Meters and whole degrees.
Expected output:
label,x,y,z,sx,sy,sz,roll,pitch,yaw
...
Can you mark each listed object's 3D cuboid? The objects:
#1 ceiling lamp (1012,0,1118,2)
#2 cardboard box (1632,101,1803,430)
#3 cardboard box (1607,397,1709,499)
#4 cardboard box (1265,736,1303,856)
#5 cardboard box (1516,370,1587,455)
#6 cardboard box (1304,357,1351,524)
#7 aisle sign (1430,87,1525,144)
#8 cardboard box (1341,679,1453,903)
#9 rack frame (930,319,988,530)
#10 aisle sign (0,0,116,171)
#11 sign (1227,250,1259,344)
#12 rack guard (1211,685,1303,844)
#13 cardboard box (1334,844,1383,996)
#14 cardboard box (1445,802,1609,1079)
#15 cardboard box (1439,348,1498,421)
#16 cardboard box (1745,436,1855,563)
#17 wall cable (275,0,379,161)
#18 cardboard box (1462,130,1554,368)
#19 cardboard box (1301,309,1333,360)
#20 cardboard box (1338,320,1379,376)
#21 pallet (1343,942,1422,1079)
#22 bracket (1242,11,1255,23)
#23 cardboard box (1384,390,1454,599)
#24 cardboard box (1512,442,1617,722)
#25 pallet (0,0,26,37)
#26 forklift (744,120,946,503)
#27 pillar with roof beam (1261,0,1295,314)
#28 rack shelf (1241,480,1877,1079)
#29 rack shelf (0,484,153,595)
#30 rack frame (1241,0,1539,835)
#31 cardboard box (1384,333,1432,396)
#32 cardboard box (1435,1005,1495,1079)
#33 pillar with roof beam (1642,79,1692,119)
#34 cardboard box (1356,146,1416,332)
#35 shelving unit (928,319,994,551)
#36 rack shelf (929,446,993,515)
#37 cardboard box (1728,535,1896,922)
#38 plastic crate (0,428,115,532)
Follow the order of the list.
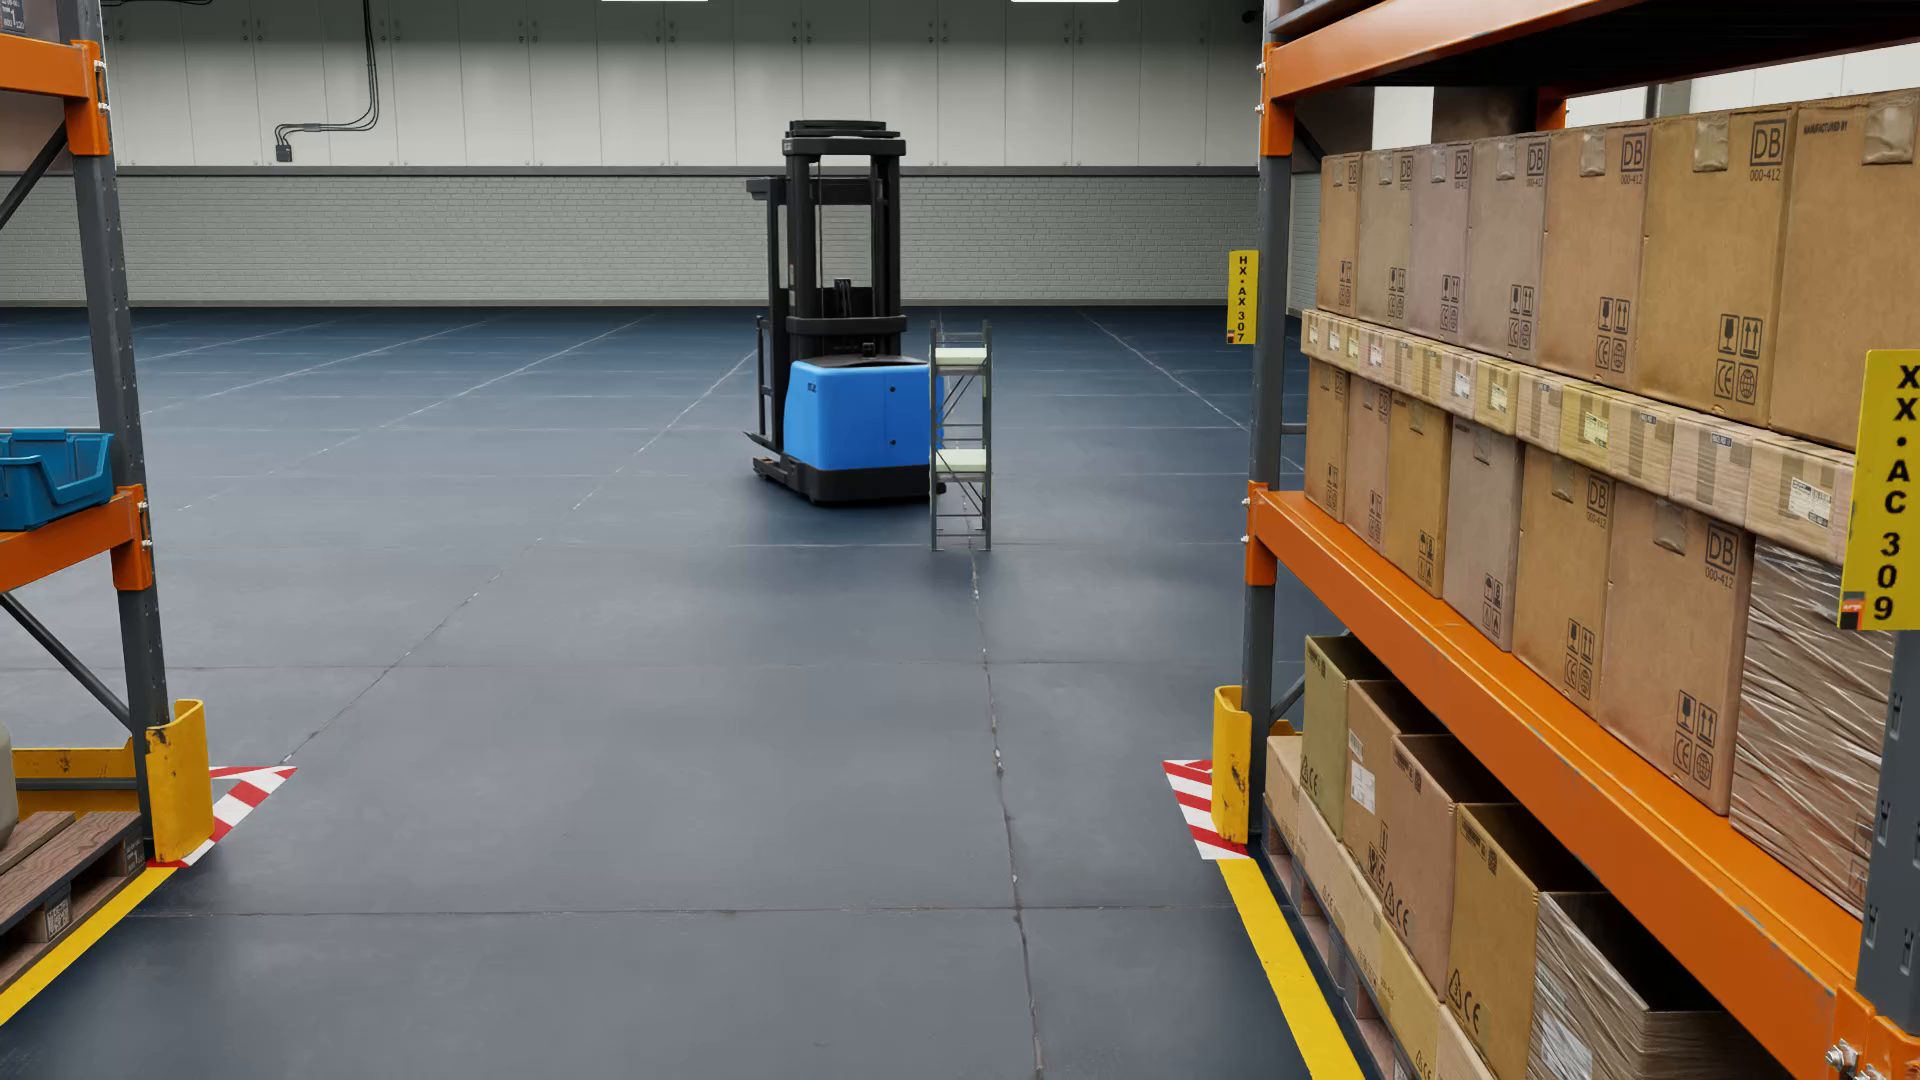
label,x,y,z,sx,sy,sz,roll,pitch,yaw
ceiling lamp,1.879,-11.251,29.703,2.000,3.185,0.800,0,11,-1
cardboard box,1.602,-0.468,2.808,0.700,0.500,0.500,0,11,-1
cardboard box,1.392,-0.168,2.961,0.380,0.149,0.250,0,11,-1
cardboard box,1.336,0.859,5.638,0.500,0.250,0.500,0,11,-1
cardboard box,1.385,-0.267,3.449,0.380,0.149,0.250,0,11,0
cardboard box,1.544,-0.346,5.468,0.700,0.500,0.500,0,11,-1
aisle sign,1.839,-1.678,5.748,0.394,0.787,0.004,0,11,-1
cardboard box,1.371,0.691,4.584,0.500,0.500,0.500,0,11,-1
rack frame,-0.008,-0.809,11.775,0.400,1.500,0.023,0,11,-1
aisle sign,-3.110,-1.660,5.657,0.394,0.787,0.004,0,11,-1
sign,0.992,-0.852,5.837,0.100,0.325,0.005,0,11,-1
rack guard,1.546,0.830,6.208,1.175,0.500,0.348,0,11,-1
cardboard box,1.359,1.058,4.658,0.500,0.250,0.500,0,11,-1
cardboard box,1.389,0.889,3.604,0.500,0.500,0.500,0,11,-1
cardboard box,1.371,-0.372,3.967,0.380,0.149,0.250,0,11,-1
cardboard box,1.407,-0.064,2.447,0.380,0.149,0.250,0,11,-2
wall cable,-13.981,-11.343,36.284,2.305,6.003,0.169,0,11,-1
cardboard box,1.583,-0.667,3.788,0.700,0.500,0.500,0,11,-1
cardboard box,1.340,-0.678,5.473,0.380,0.149,0.250,0,11,-2
cardboard box,1.352,-0.576,4.970,0.380,0.149,0.250,0,11,-1
pallet,1.627,1.371,4.272,1.003,0.211,1.213,0,11,-1
bracket,6.346,-11.495,36.534,0.235,0.232,0.430,0,11,-1
cardboard box,1.564,-0.143,4.467,0.700,0.500,0.500,0,11,-1
cardboard box,1.590,0.064,3.450,0.700,0.500,0.500,0,11,0
pallet,-3.486,-1.583,4.747,1.003,0.211,1.213,0,11,-1
forklift,-1.125,-1.969,13.893,1.130,2.935,3.031,-5,12,-21
pillar with roof beam,2.455,-9.161,34.083,9.100,9.000,0.548,0,11,-1
rack shelf,1.588,0.360,4.048,1.077,0.370,4.000,0,11,-1
rack shelf,-3.364,0.380,3.951,1.077,0.370,4.000,0,11,-1
rack frame,1.547,-0.390,5.936,1.000,3.000,0.127,0,11,-1
cardboard box,1.363,-0.473,4.461,0.380,0.149,0.250,-1,11,-3
cardboard box,1.376,1.257,3.678,0.500,0.250,0.500,0,11,-1
pillar with roof beam,2.827,-5.583,16.446,9.100,9.000,0.400,0,11,-1
cardboard box,1.561,-0.867,4.772,0.700,0.500,0.500,-1,11,-3
shelving unit,0.000,-0.736,11.417,0.431,1.500,0.755,0,11,-1
rack shelf,0.000,-0.417,11.481,0.431,0.370,0.720,0,11,-1
cardboard box,1.614,0.268,2.441,0.700,0.500,0.500,-1,11,-3
plastic crate,-3.096,-0.199,5.370,0.499,0.251,0.616,0,11,-1
